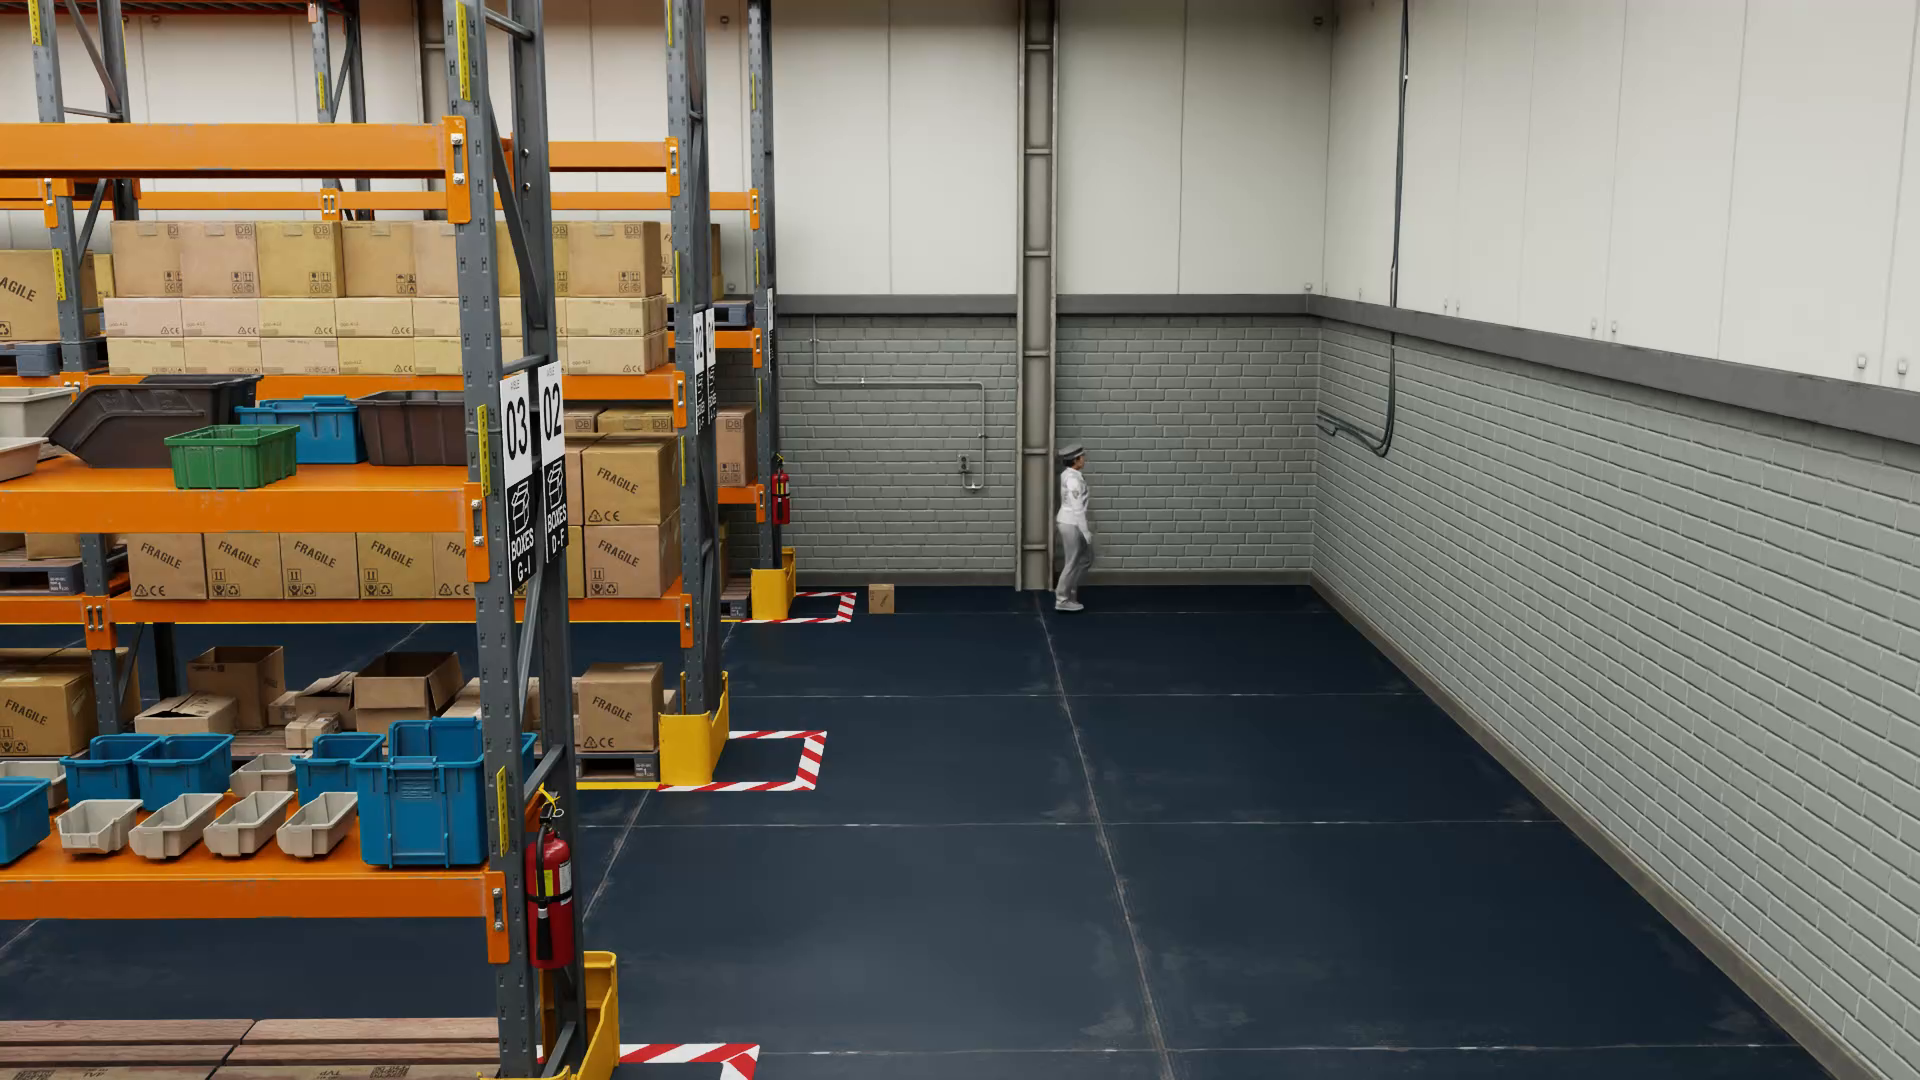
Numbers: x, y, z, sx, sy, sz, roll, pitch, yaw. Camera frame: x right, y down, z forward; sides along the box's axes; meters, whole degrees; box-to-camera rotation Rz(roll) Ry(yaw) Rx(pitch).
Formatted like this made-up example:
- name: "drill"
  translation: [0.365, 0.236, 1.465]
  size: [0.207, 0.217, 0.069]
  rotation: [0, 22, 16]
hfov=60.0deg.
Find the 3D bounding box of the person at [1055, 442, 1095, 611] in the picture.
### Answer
- name: "person"
  translation: [1.152, -0.119, 16.487]
  size: [0.416, 1.715, 0.495]
  rotation: [0, 10, -2]
